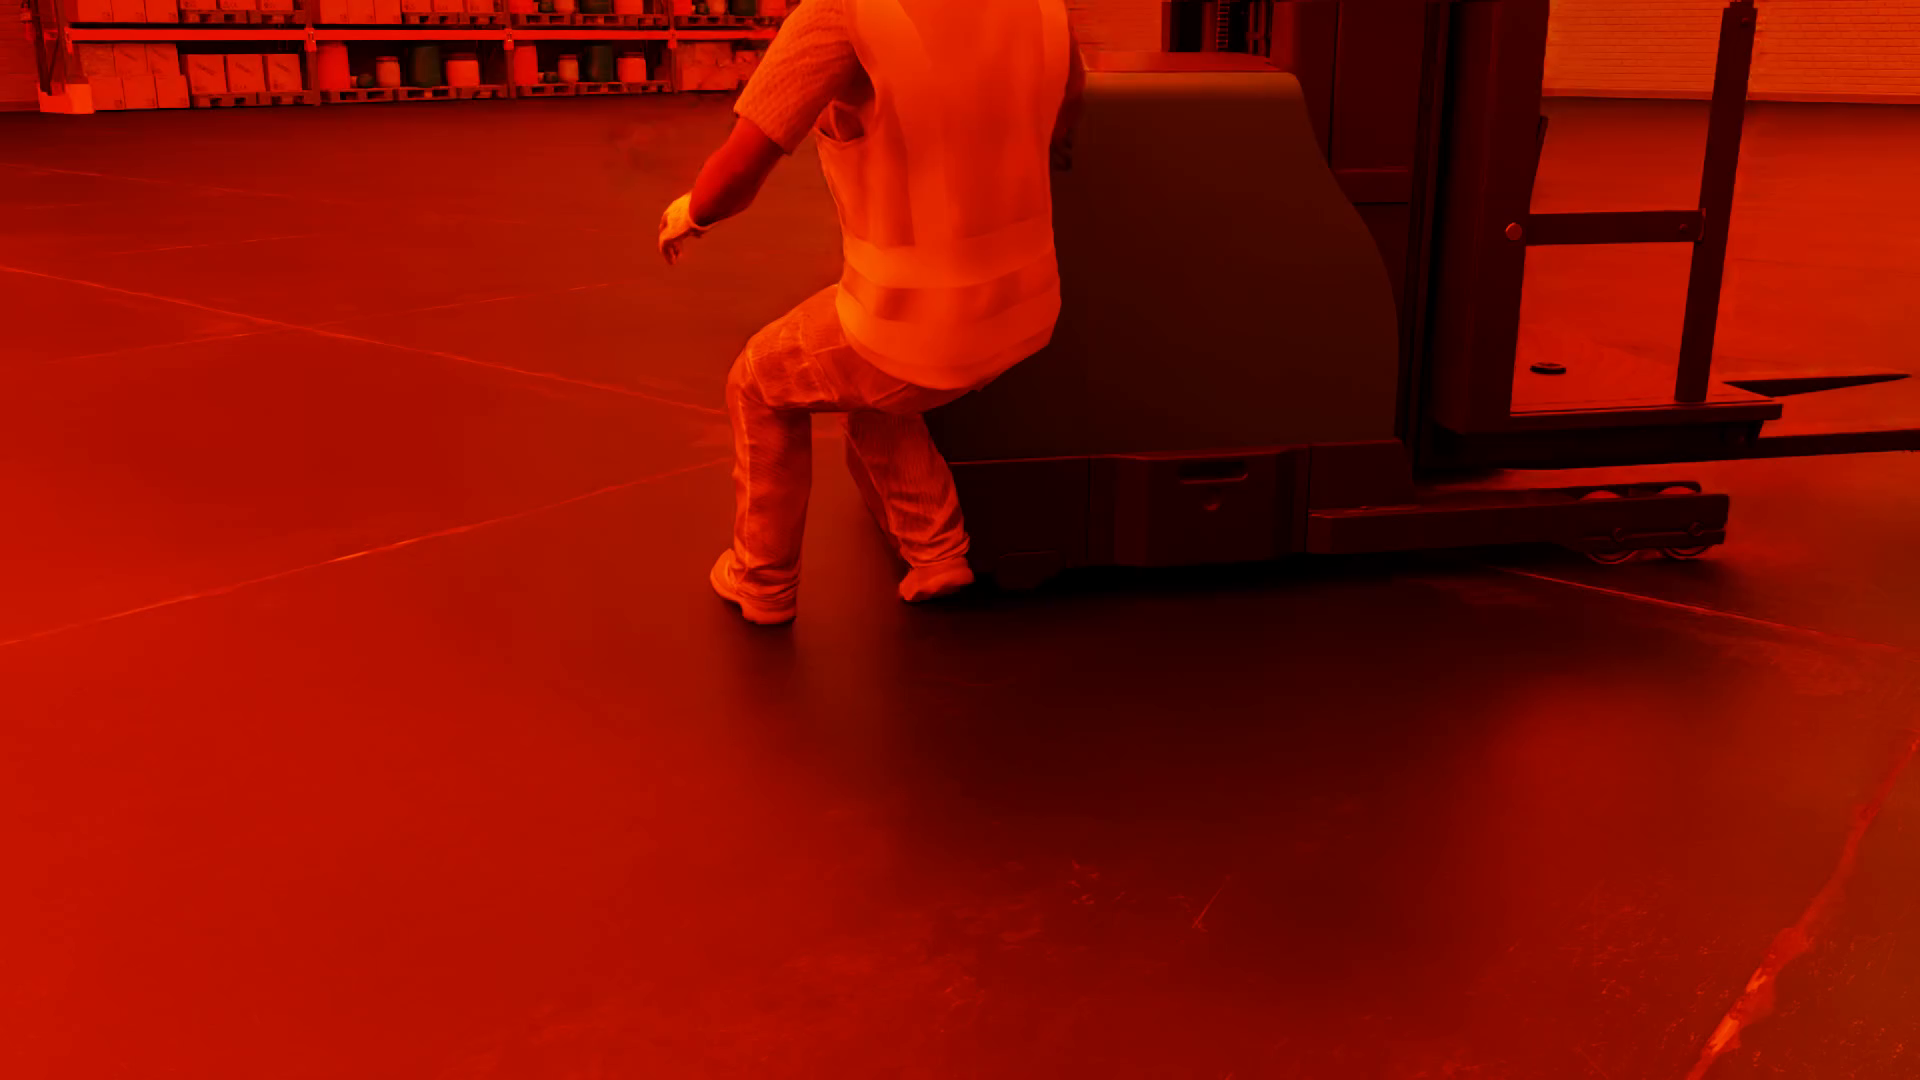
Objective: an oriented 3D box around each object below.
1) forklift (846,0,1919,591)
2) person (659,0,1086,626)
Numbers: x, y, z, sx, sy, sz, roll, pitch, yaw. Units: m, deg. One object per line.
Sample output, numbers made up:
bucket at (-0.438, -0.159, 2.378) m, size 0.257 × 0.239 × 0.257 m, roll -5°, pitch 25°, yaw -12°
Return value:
forklift at (1.275, -1.492, 3.812) m, size 3.031 × 2.935 × 1.130 m, roll -3°, pitch 17°, yaw -11°
person at (-0.232, -0.516, 3.075) m, size 0.880 × 1.558 × 0.841 m, roll 14°, pitch 22°, yaw 38°
